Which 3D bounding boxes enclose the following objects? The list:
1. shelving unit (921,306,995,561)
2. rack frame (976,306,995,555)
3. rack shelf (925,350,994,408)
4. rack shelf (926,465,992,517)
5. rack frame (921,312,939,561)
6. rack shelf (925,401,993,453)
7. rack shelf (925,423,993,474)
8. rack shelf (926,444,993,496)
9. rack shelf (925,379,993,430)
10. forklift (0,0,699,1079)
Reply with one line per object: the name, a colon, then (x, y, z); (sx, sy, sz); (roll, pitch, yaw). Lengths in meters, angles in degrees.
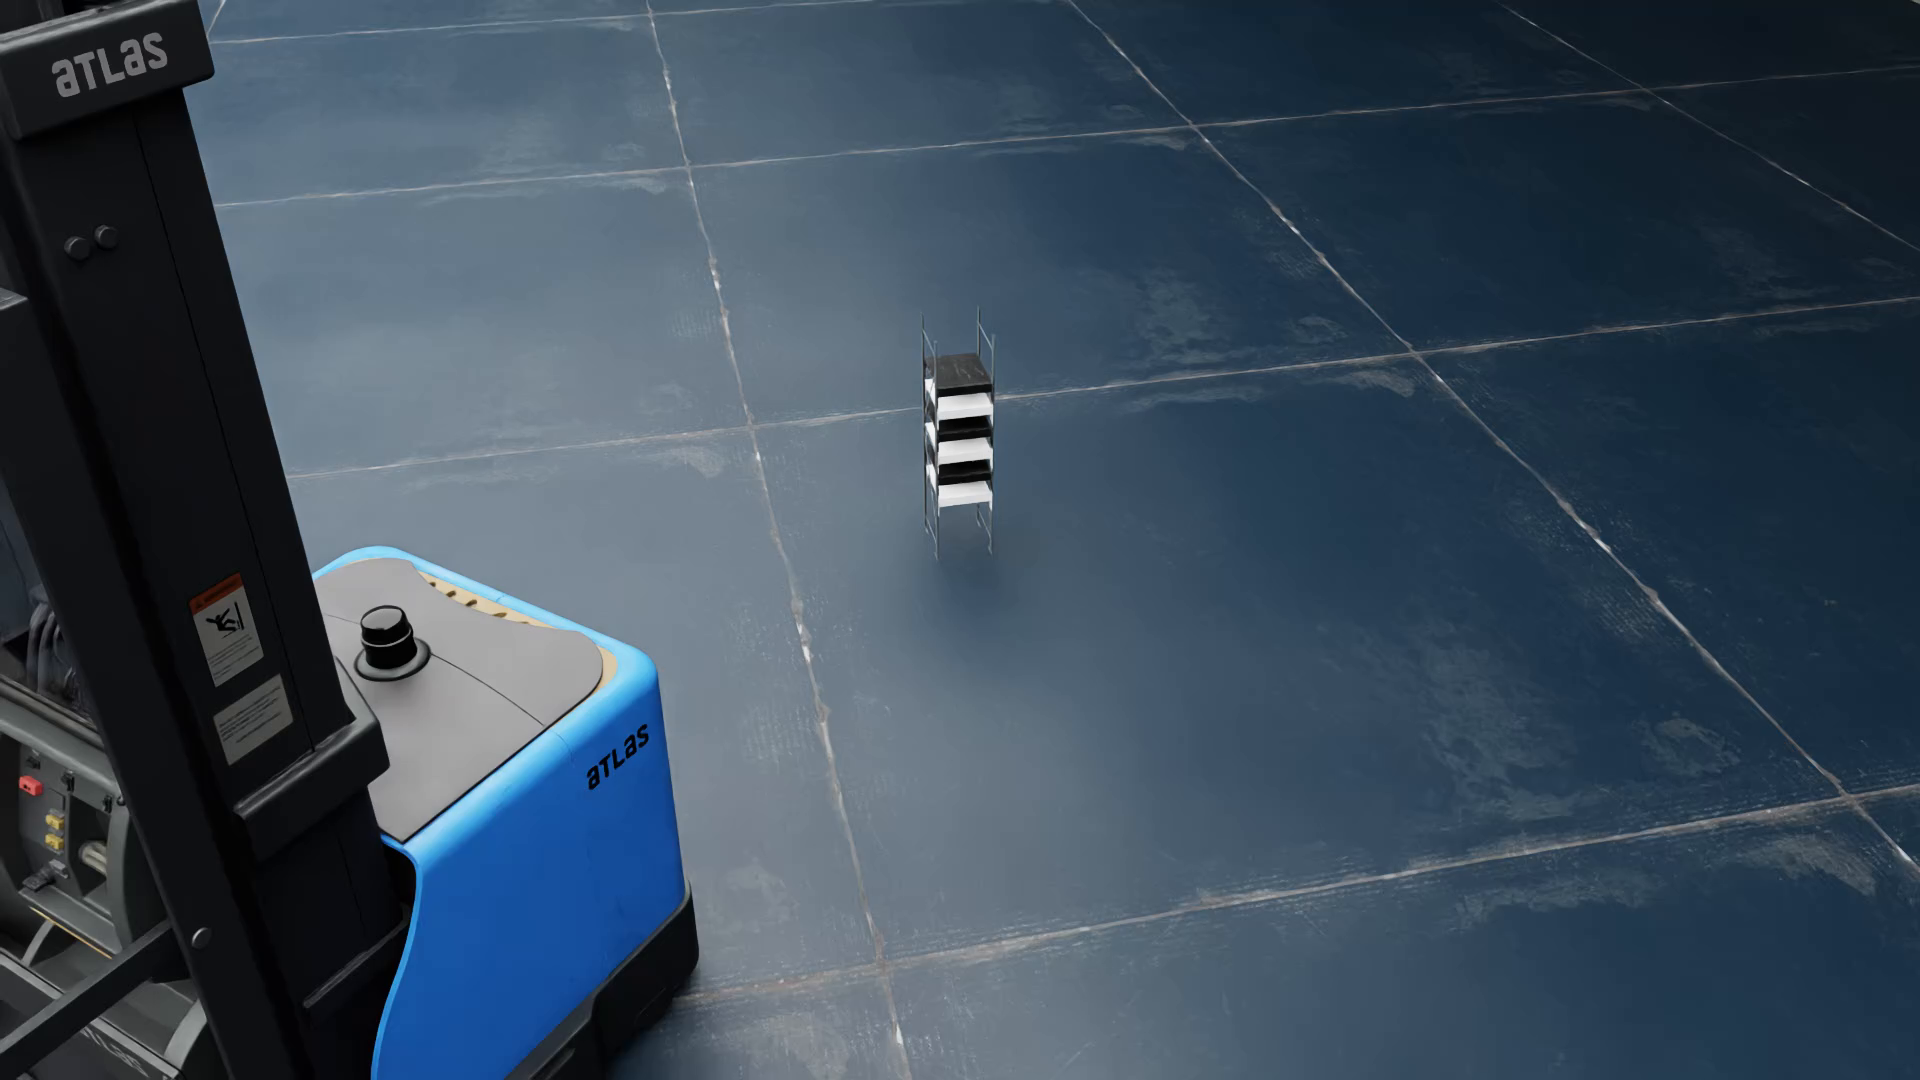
shelving unit: (-0.008, -0.373, 5.998); (0.210, 0.900, 0.258); (-7, 35, -11)
rack frame: (0.091, -0.385, 6.016); (0.006, 0.900, 0.240); (-7, 35, -11)
rack shelf: (-0.008, -0.569, 5.866); (0.200, 0.077, 0.258); (-7, 35, -11)
rack shelf: (-0.008, -0.196, 6.117); (0.200, 0.077, 0.258); (-7, 35, -11)
rack frame: (-0.107, -0.360, 5.979); (0.006, 0.900, 0.240); (-7, 35, -11)
rack shelf: (-0.008, -0.420, 5.966); (0.200, 0.077, 0.258); (-7, 35, -11)
rack shelf: (-0.008, -0.345, 6.016); (0.200, 0.077, 0.258); (-7, 35, -11)
rack shelf: (-0.008, -0.270, 6.066); (0.200, 0.077, 0.258); (-7, 35, -11)
rack shelf: (-0.008, -0.494, 5.916); (0.200, 0.077, 0.258); (-7, 35, -11)
forklift: (-1.898, 0.507, 2.864); (1.130, 2.935, 3.031); (19, 38, 26)
